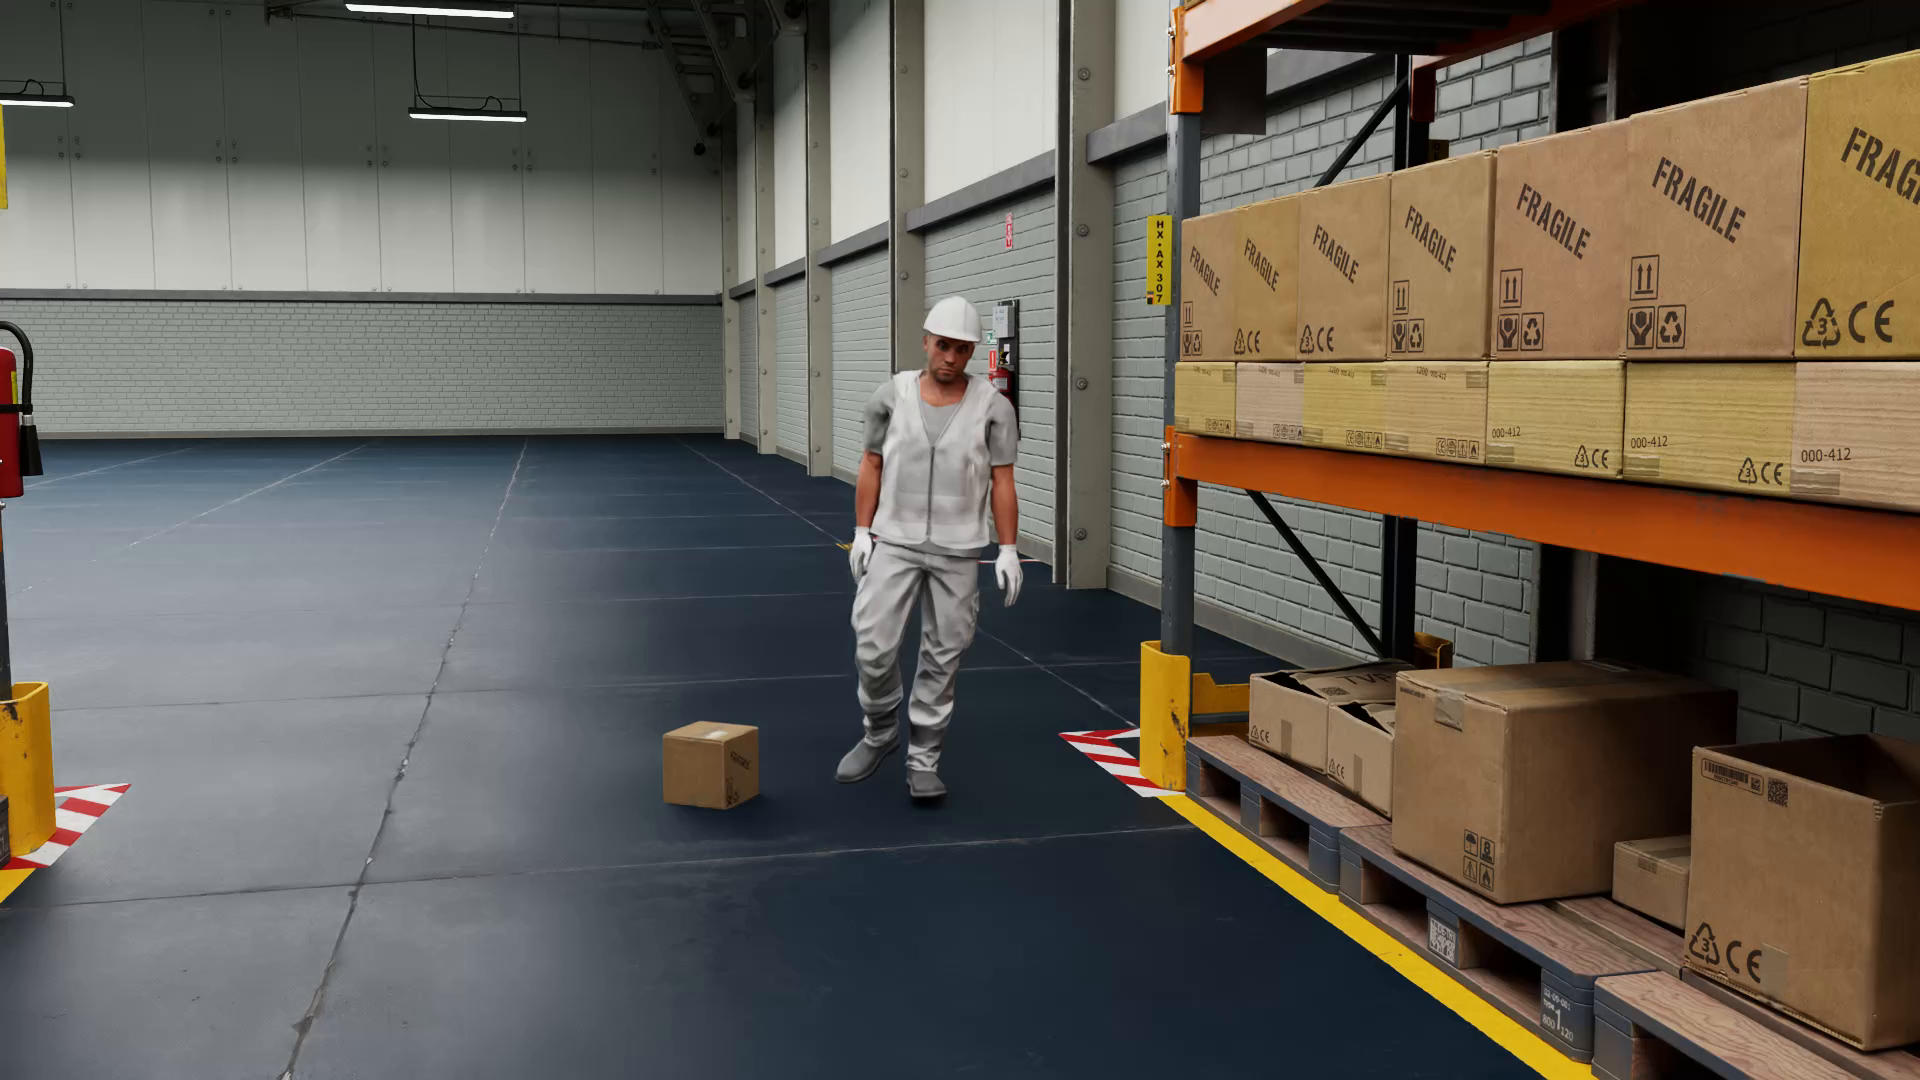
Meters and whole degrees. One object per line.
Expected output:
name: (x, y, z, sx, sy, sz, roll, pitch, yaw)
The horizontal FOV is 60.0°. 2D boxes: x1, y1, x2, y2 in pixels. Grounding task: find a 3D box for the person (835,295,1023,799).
person: (-0.113, 0.040, 5.797, 0.660, 1.762, 0.514, 0, 6, -2)
